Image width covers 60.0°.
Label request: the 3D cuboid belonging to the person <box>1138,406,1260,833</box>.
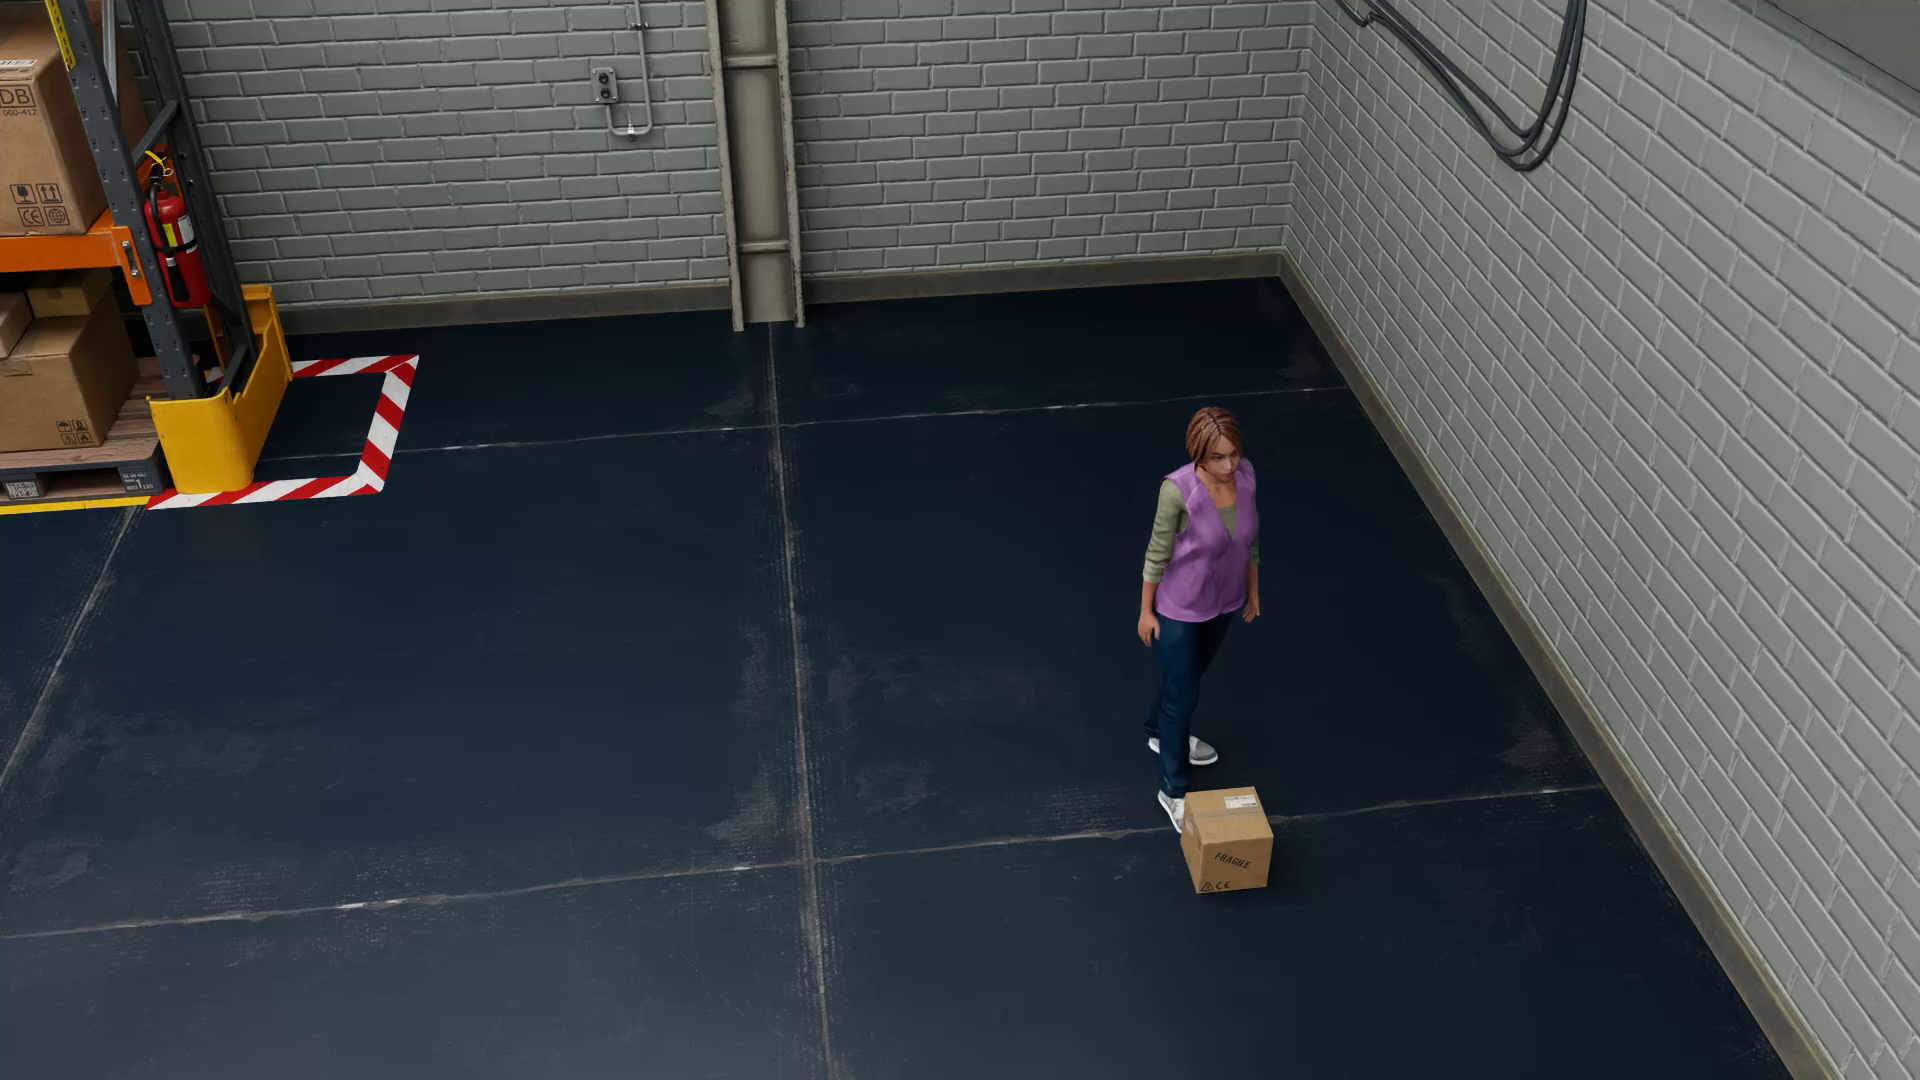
[{"bbox_3d":[0.876,0.252,5.785,0.453,1.597,0.532,-21,41,-27],"label":"person"}]
